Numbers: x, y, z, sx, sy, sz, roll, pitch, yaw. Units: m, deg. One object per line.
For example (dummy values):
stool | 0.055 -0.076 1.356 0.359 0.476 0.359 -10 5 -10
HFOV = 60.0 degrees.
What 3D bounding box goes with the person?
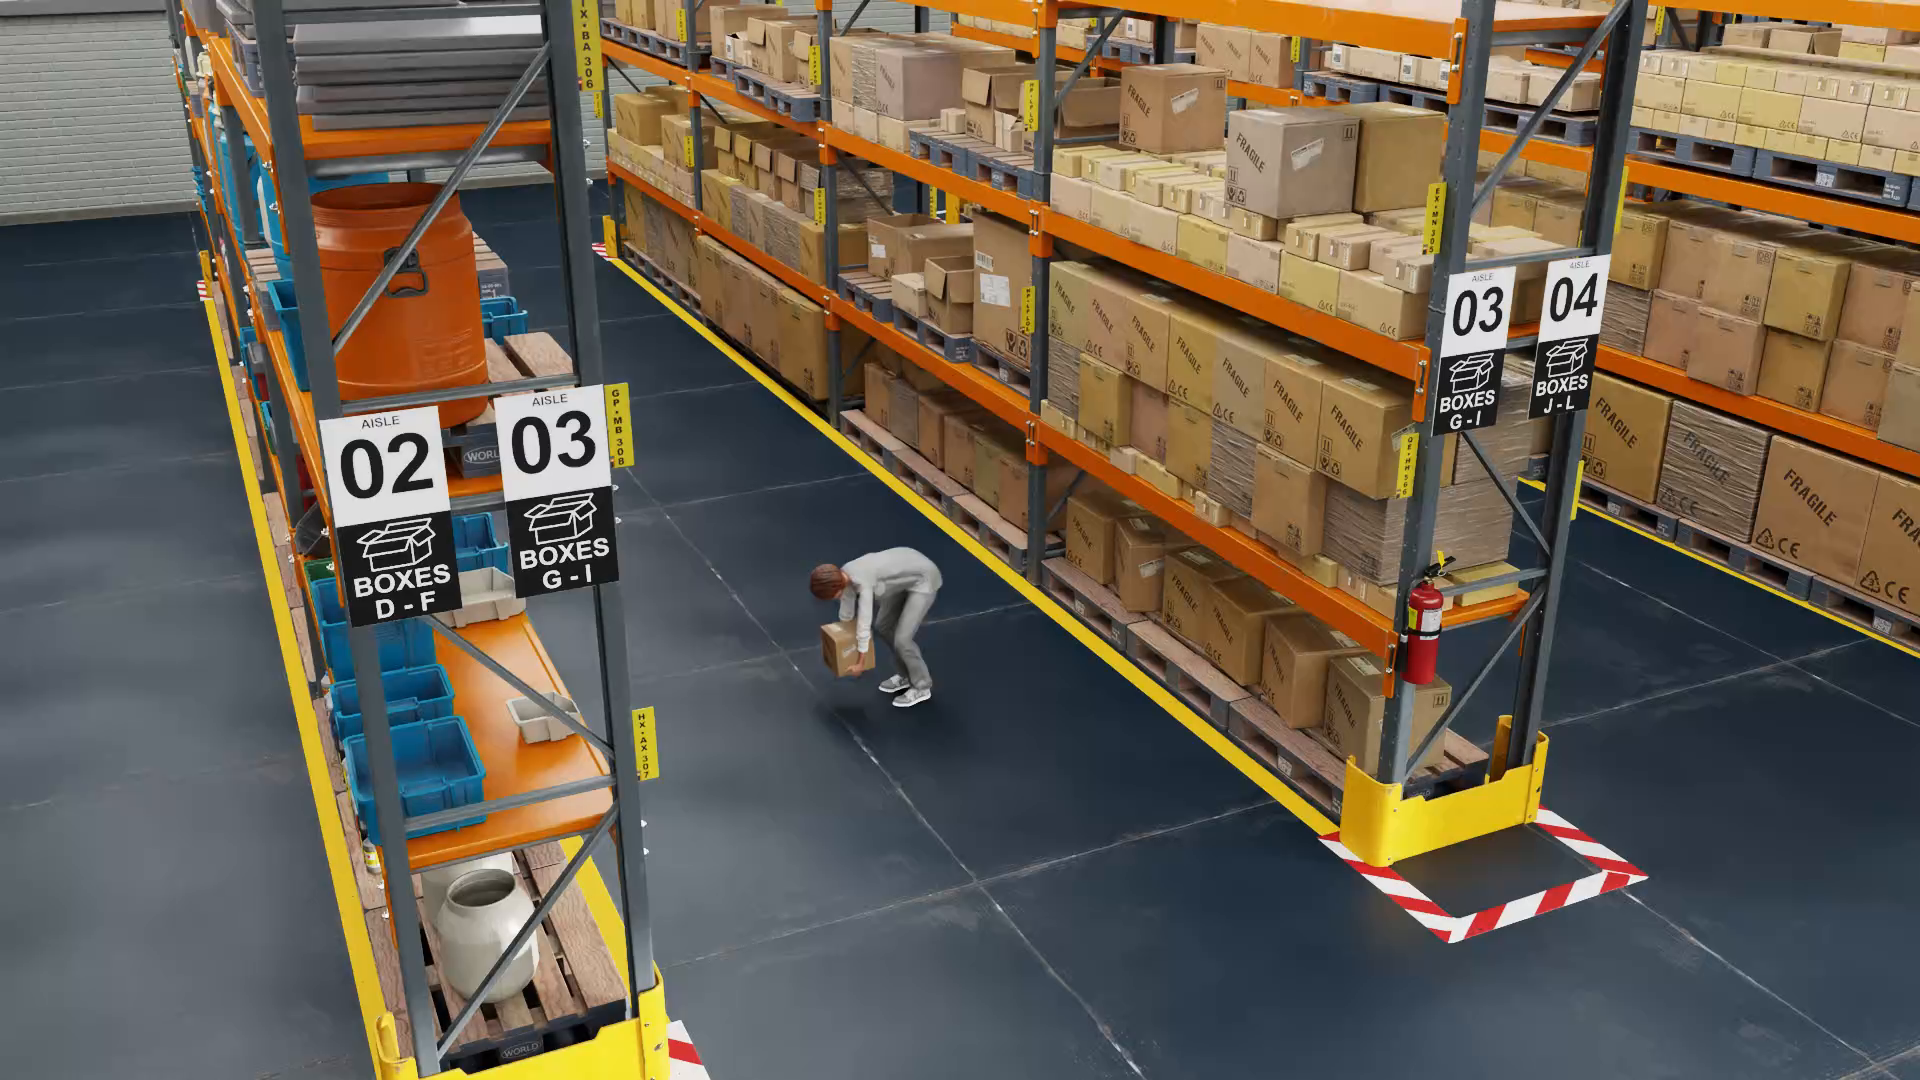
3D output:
person | -4.304 -5.123 17.618 24.547 6.003 19.570 -11 25 -25
